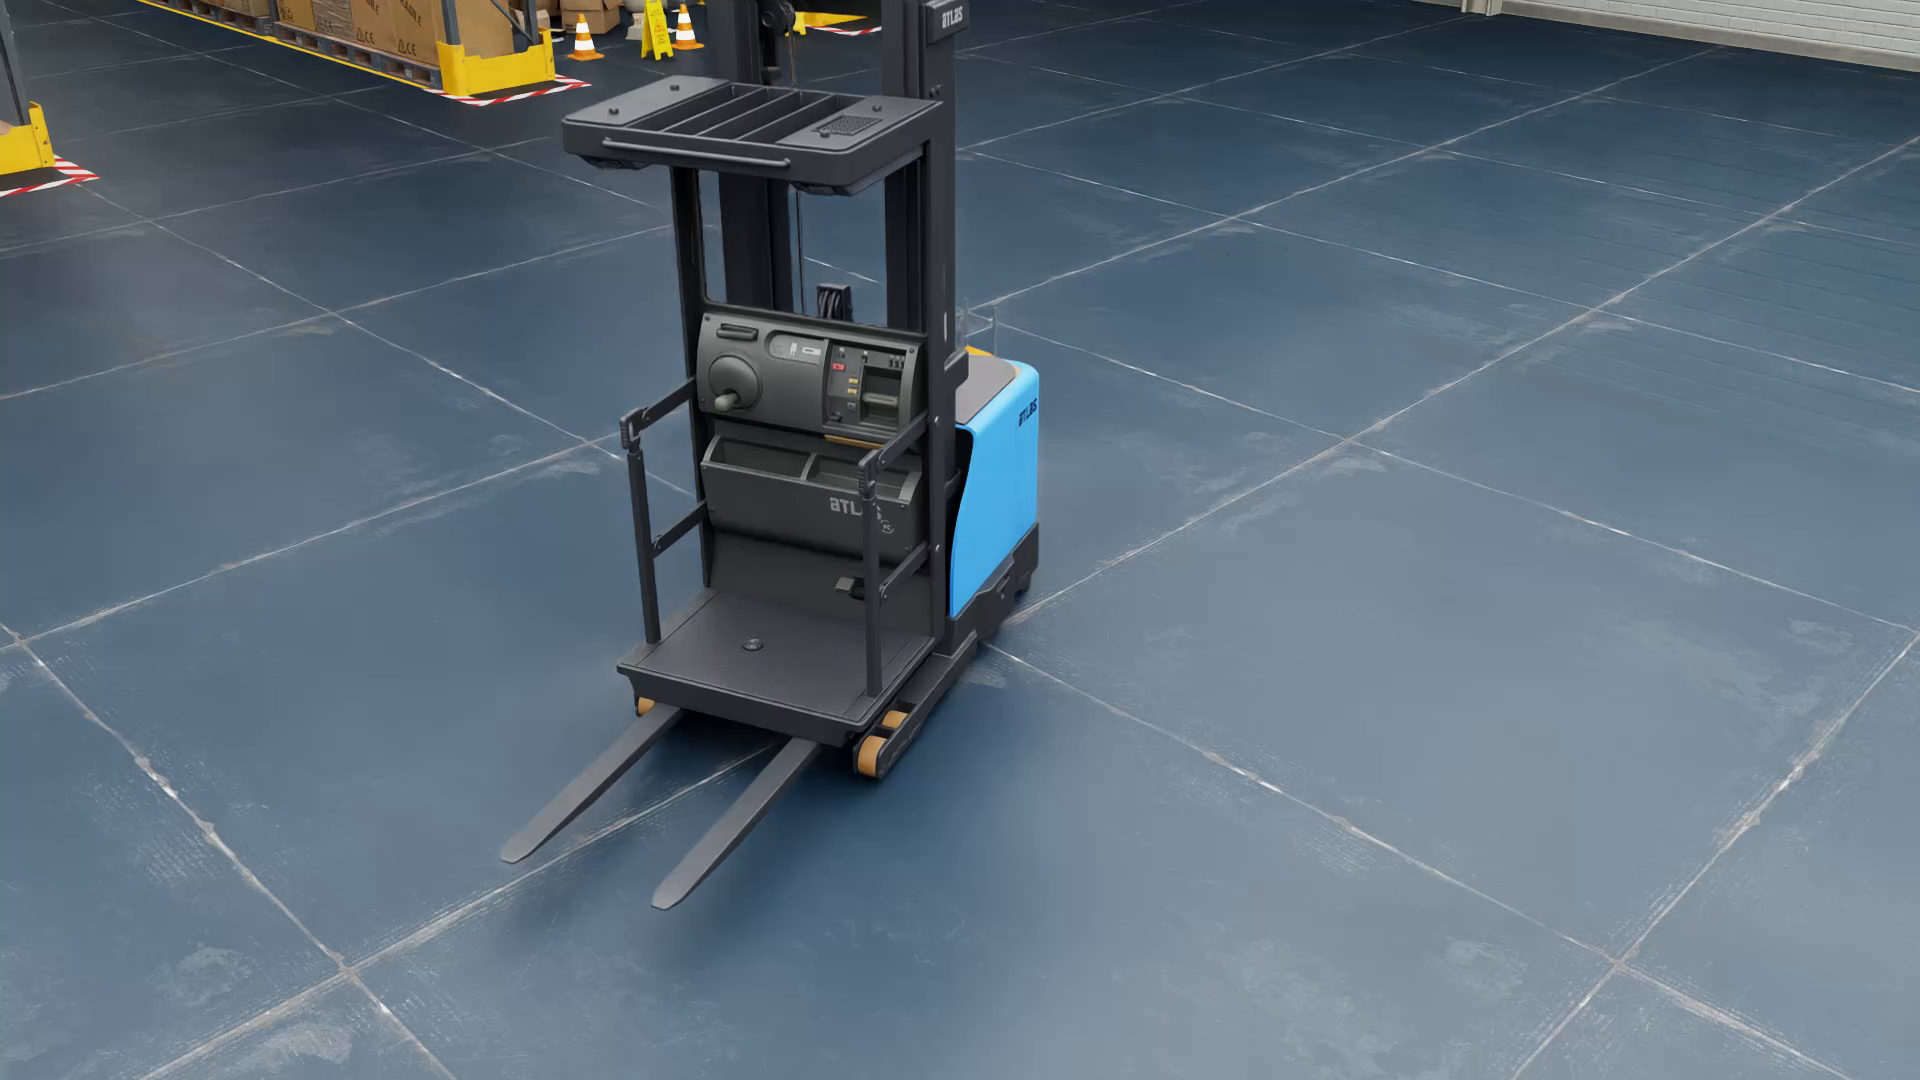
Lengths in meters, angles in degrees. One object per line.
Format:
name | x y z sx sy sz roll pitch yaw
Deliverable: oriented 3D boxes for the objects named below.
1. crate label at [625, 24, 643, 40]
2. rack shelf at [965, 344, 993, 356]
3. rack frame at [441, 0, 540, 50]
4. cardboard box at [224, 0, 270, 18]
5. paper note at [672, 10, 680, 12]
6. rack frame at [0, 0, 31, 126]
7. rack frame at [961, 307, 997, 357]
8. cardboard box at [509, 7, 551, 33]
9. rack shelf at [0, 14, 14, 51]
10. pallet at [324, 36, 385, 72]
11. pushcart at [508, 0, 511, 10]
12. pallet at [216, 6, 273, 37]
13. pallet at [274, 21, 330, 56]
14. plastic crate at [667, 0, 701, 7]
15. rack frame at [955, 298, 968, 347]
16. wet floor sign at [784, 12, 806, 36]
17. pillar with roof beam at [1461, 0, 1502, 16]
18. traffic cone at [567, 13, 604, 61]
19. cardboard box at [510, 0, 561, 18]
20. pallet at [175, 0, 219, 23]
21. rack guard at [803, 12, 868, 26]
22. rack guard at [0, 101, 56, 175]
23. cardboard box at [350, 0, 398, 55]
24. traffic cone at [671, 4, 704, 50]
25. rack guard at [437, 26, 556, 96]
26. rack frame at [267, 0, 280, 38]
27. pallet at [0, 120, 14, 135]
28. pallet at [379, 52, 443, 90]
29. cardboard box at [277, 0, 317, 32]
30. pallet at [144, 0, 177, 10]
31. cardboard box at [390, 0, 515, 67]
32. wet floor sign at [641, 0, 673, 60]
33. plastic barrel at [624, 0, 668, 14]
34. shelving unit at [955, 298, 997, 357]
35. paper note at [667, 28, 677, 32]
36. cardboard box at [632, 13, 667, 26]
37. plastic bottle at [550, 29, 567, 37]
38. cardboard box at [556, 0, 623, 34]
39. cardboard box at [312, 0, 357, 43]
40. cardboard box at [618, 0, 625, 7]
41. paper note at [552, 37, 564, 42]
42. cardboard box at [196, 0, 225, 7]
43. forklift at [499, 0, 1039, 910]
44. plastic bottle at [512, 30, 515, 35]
crate label | -3.718 -5.916 19.354 0.298 0.136 0.250 7 29 13
rack shelf | 0.021 -0.821 7.844 0.180 0.103 0.258 24 36 37
rack frame | -4.766 -6.039 16.511 0.127 3.000 1.000 25 36 38
cardboard box | -8.124 -6.707 19.748 0.750 0.750 1.050 24 36 38
paper note | -3.525 -6.647 20.859 0.148 0.019 0.142 12 30 22
rack frame | -8.315 -4.426 13.444 0.127 3.000 1.000 25 36 38
rack frame | 0.087 -0.512 7.935 0.006 1.200 0.240 24 36 37
cardboard box | -5.101 -6.184 19.726 0.396 0.266 0.258 -18 33 -31
rack shelf | -9.741 -4.760 14.852 4.000 0.370 1.077 25 36 38
pallet | -6.256 -5.437 18.364 1.213 0.211 1.003 25 36 38
pushcart | -5.783 -7.086 21.321 0.936 0.377 1.648 12 30 22
pallet | -8.221 -6.336 20.074 1.213 0.211 1.003 25 36 38
pallet | -7.131 -5.836 19.121 1.213 0.211 1.003 25 36 38
plastic crate | -3.675 -6.943 21.368 0.583 0.080 0.402 12 30 22
rack frame | -0.046 -0.571 8.046 0.006 1.200 0.240 24 36 37
wet floor sign | -1.982 -6.255 19.453 0.267 0.644 0.232 -13 30 -22
pillar with roof beam | 3.506 -9.158 15.998 0.400 9.000 9.100 25 36 38
traffic cone | -4.149 -5.560 18.328 0.334 0.463 0.336 25 36 38
cardboard box | -5.067 -6.705 20.315 0.503 0.637 0.797 25 36 38
pallet | -9.095 -6.735 20.831 1.213 0.211 1.003 25 36 38
rack guard | -1.422 -6.633 20.327 0.348 0.500 1.175 25 36 38
rack guard | -8.369 -3.344 14.073 0.348 0.500 1.175 25 36 38
cardboard box | -5.925 -5.770 17.832 0.875 0.875 0.875 24 36 38
traffic cone | -3.114 -5.825 18.830 0.334 0.463 0.336 25 36 38
rack guard | -4.749 -4.925 17.078 0.348 0.500 1.175 25 36 38
rack frame | -7.618 -7.344 18.994 0.127 3.000 1.000 25 36 38
pallet | -8.924 -3.493 14.666 1.213 0.211 1.003 25 36 38
pallet | -5.391 -5.039 17.607 1.213 0.211 1.003 25 36 38
cardboard box | -7.219 -6.361 18.956 0.875 0.875 0.875 -25 36 -38
pallet | -9.961 -7.133 21.588 1.213 0.211 1.003 25 36 38
cardboard box | -5.296 -5.484 17.287 0.875 0.875 0.875 25 37 39
wet floor sign | -3.357 -5.644 18.291 0.232 0.644 0.267 18 33 30
plastic barrel | -3.902 -6.746 20.624 0.512 0.421 0.421 -3 28 -5
shelving unit | 0.021 -0.542 7.991 0.189 1.200 0.258 24 36 37
paper note | -3.437 -6.048 19.720 0.142 0.019 0.148 12 30 22
cardboard box | -3.718 -6.210 19.900 0.380 0.149 0.250 -7 29 -14
plastic bottle | -4.769 -5.954 19.508 0.283 0.061 0.133 12 30 22
cardboard box | -4.395 -6.342 19.771 0.637 0.503 0.797 2 28 4
cardboard box | -6.573 -6.068 18.399 0.875 0.875 0.875 25 37 39
cardboard box | -4.410 -7.113 21.238 0.500 0.500 0.500 -3 28 -5
paper note | -4.664 -5.785 19.222 0.144 0.017 0.142 -13 30 -22
cardboard box | -8.809 -7.023 20.349 0.750 0.750 1.050 25 36 38
forklift | -0.677 -0.594 6.231 1.130 2.935 3.031 11 30 20
plastic bottle | -5.336 -5.928 19.458 0.133 0.061 0.283 12 30 22
